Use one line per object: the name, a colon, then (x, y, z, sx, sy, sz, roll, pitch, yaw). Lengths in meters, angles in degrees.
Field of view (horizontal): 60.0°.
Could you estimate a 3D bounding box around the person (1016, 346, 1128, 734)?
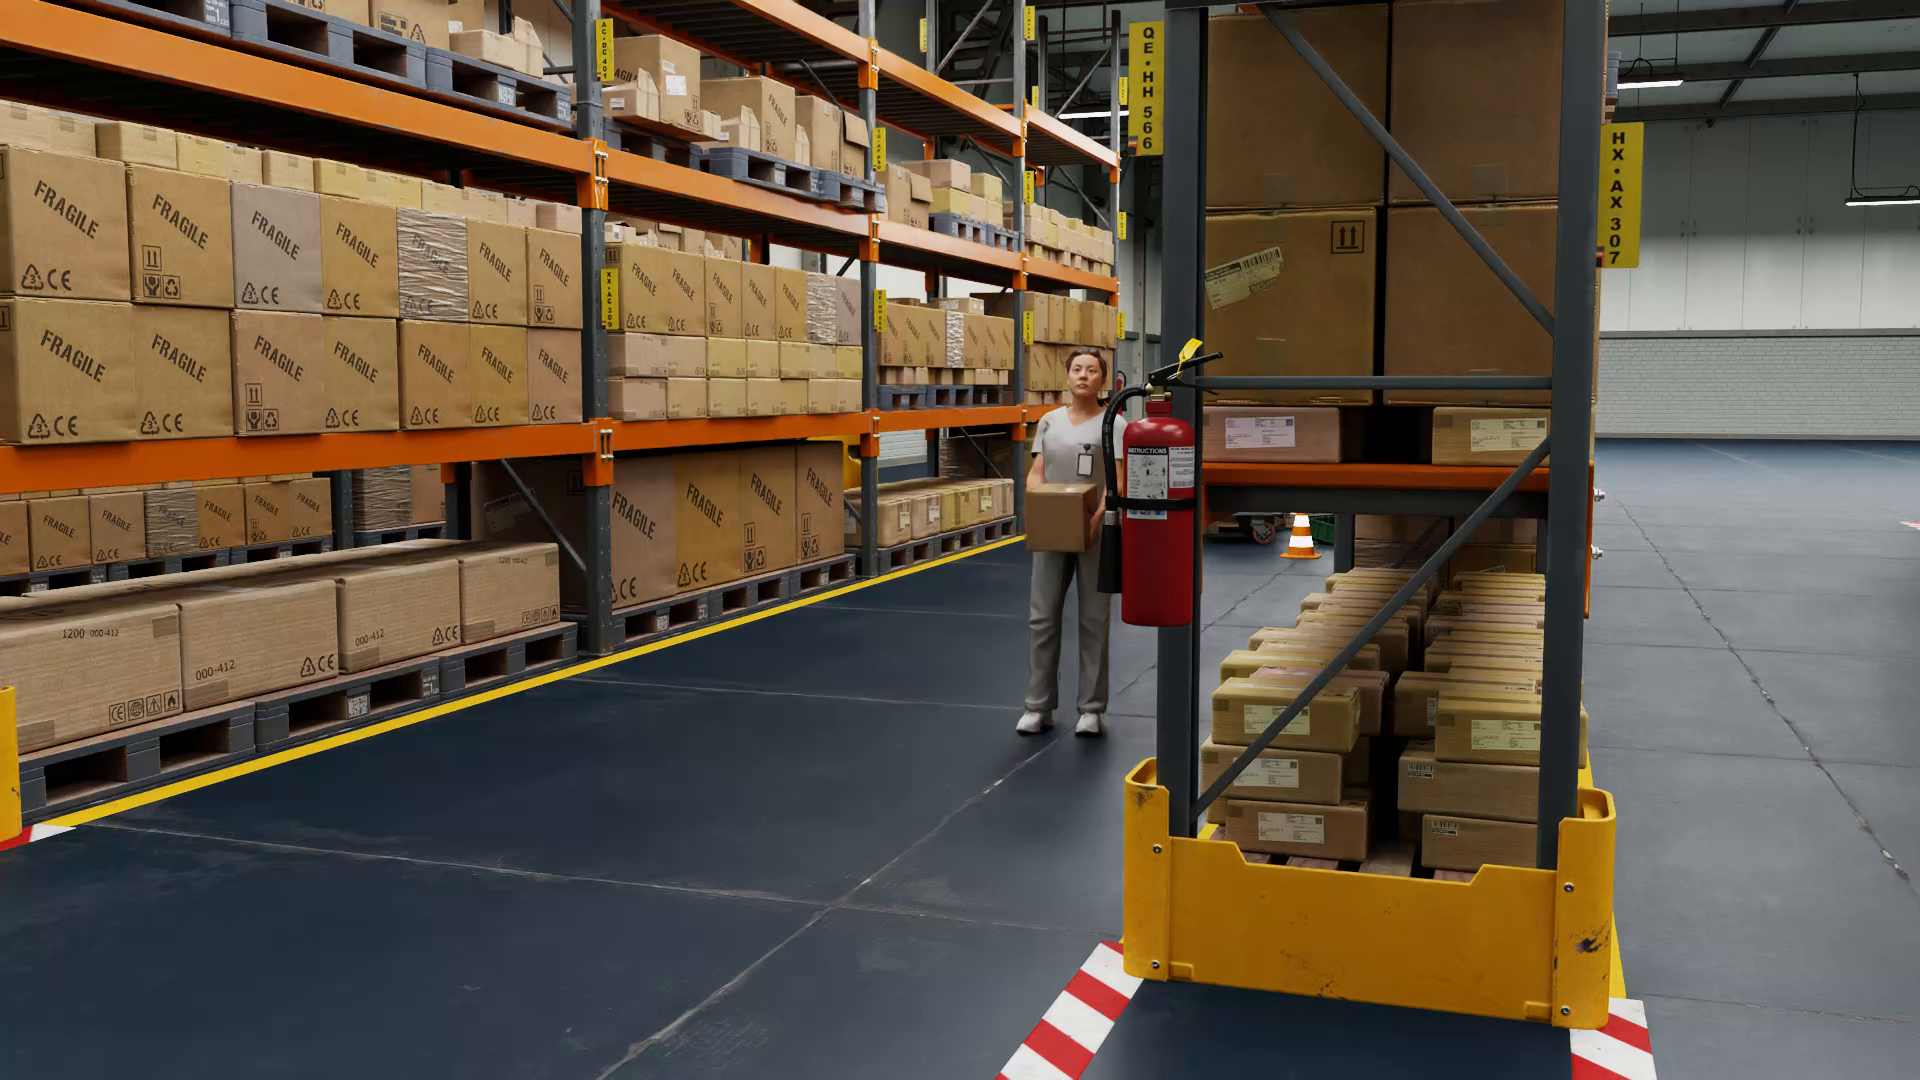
person: (0.503, -0.002, 7.217, 0.452, 1.676, 0.534, 2, 6, 19)
